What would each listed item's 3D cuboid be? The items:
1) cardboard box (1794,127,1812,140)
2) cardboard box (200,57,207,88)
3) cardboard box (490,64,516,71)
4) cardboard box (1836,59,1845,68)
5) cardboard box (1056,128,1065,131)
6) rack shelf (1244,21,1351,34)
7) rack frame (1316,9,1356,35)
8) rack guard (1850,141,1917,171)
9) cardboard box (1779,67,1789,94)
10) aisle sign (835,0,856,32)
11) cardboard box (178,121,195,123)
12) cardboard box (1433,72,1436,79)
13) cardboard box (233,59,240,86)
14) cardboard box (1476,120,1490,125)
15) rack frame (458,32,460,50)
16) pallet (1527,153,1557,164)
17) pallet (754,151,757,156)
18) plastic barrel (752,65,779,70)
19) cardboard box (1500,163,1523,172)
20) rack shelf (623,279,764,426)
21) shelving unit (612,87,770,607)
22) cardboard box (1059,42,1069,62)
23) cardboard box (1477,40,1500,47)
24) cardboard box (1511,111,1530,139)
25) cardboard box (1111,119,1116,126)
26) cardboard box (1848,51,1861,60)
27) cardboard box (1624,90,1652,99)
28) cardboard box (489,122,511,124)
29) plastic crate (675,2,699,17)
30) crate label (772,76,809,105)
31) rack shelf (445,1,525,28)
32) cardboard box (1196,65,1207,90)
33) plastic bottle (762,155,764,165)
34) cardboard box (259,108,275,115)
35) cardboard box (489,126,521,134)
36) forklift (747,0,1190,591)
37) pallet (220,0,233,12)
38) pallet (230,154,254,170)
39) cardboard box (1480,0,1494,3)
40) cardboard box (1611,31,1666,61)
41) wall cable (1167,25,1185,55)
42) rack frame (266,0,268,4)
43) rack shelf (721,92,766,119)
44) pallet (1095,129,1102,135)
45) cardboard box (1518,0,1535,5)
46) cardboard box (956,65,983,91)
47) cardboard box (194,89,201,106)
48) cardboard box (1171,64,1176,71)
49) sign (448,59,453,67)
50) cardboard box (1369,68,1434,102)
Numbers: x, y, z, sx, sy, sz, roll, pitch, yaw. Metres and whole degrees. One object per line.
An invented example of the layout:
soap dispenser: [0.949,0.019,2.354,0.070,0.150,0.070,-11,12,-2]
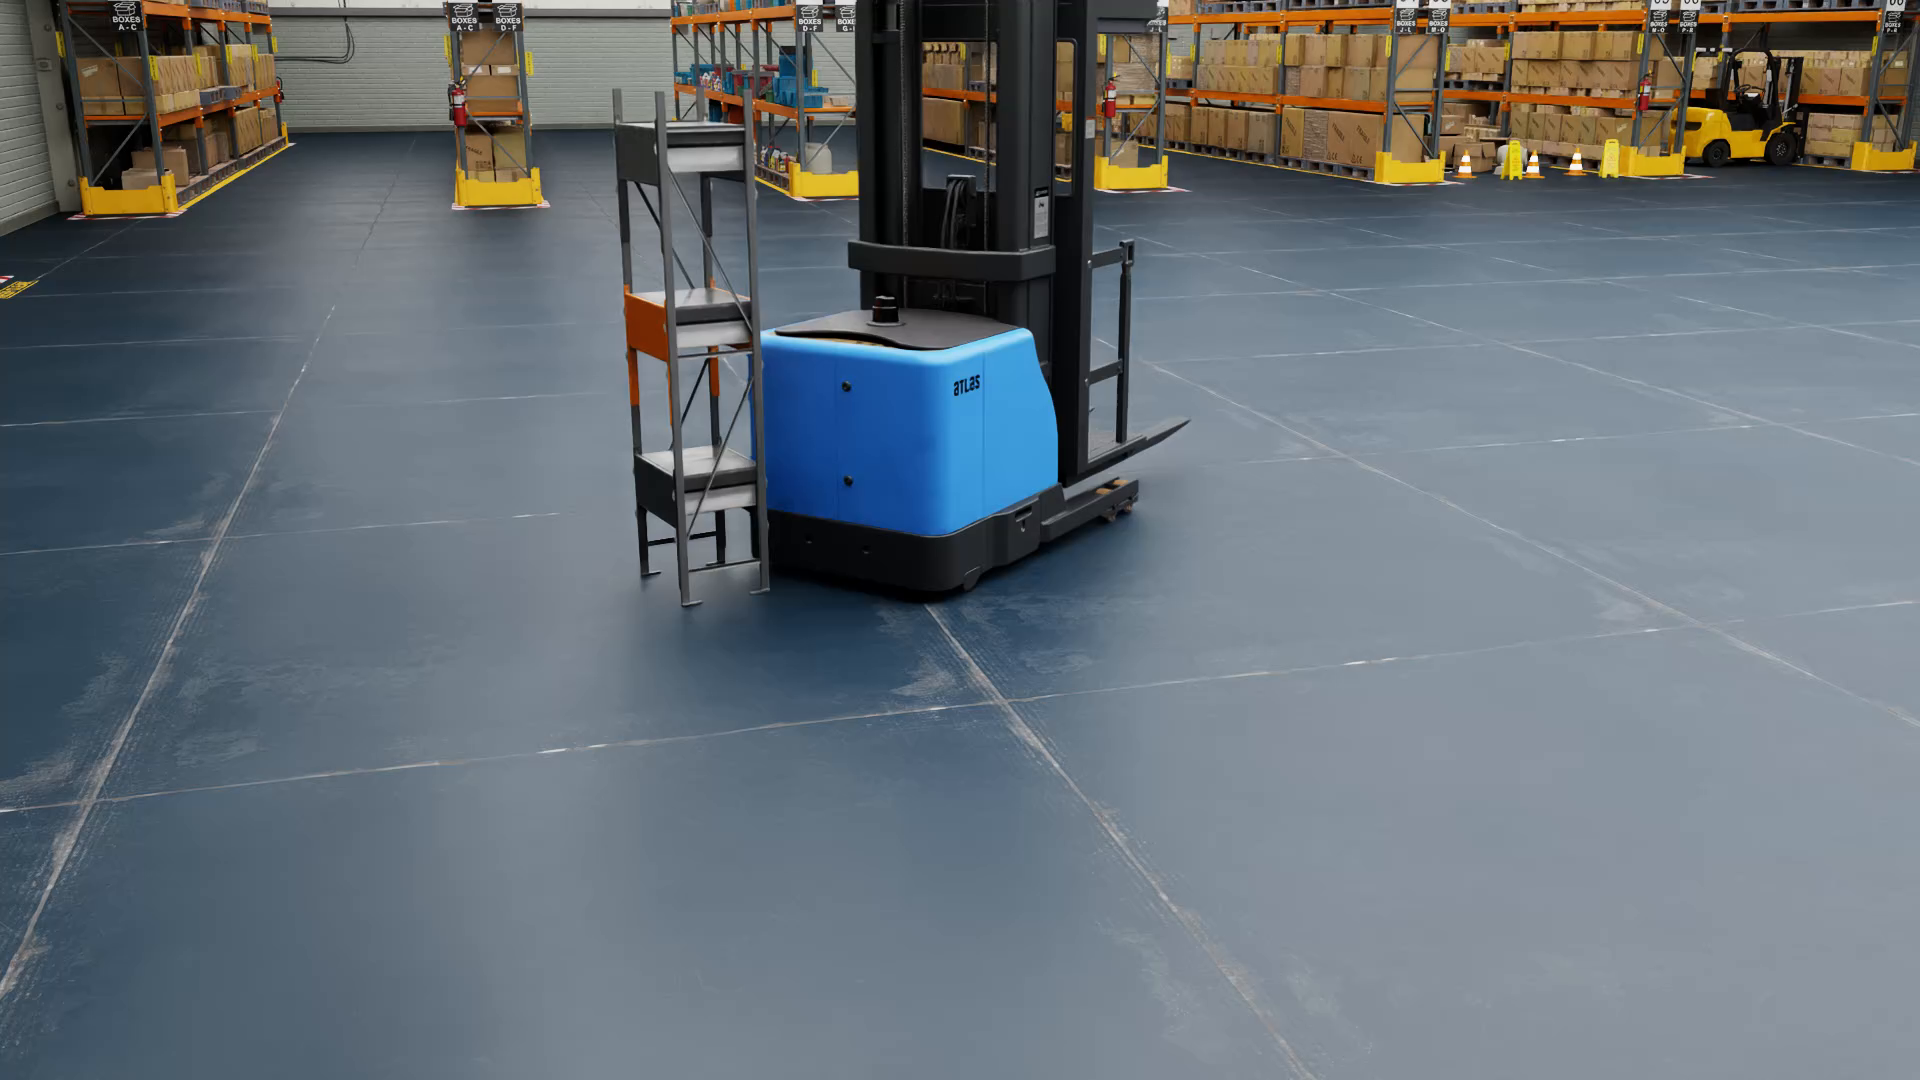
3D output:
cardboard box: [16.369,-7.835,32.003,0.500,0.250,0.500,-5,17,-17]
cardboard box: [-13.059,-7.812,27.808,0.700,0.500,0.500,-2,17,-8]
cardboard box: [-6.709,-6.919,24.470,0.380,0.149,0.250,-5,17,-17]
cardboard box: [16.617,-8.898,31.059,0.380,0.149,0.250,-4,17,-14]
cardboard box: [1.545,-7.435,31.071,0.700,0.500,0.500,-6,18,-20]
rack shelf: [8.474,-12.892,41.693,1.077,0.370,4.000,-5,17,-15]
rack frame: [9.023,-11.247,40.179,1.000,3.000,0.127,-5,17,-15]
rack guard: [17.099,-7.117,30.776,1.175,0.500,0.348,-5,17,-15]
cardboard box: [16.281,-8.908,32.221,0.500,0.500,0.500,-5,17,-15]
aisle sign: [-1.668,-8.001,24.854,0.394,0.787,0.004,-5,17,-15]
cardboard box: [-13.084,-6.916,28.038,0.500,0.250,0.500,-5,17,-17]
cardboard box: [10.165,-9.879,35.331,0.380,0.149,0.250,-5,17,-15]
cardboard box: [-13.716,-8.682,30.916,0.500,0.500,0.500,-4,17,-13]
cardboard box: [13.359,-10.607,42.274,0.380,0.149,0.250,-5,18,-17]
rack frame: [-10.031,-9.681,34.967,1.000,3.000,0.127,-5,17,-15]
pallet: [11.440,-7.515,32.604,1.003,0.211,1.213,-5,17,-15]
pallet: [-3.992,-7.412,32.261,1.003,0.211,1.213,-5,17,-15]
plastic barrel: [-3.749,-8.926,32.217,0.600,0.536,0.708,-5,17,-15]
cardboard box: [10.019,-6.765,30.214,0.380,0.149,0.250,4,17,13]
rack shelf: [-1.125,-0.800,7.012,0.431,0.518,0.480,-10,19,-29]
shelving unit: [-1.125,-0.813,7.008,0.431,2.100,0.503,-10,19,-29]
cardboard box: [1.997,-8.361,28.144,0.500,0.500,0.500,-5,17,-15]
cardboard box: [10.676,-10.035,33.598,0.380,0.149,0.250,-5,17,-17]
cardboard box: [11.124,-8.093,32.425,0.500,0.500,0.500,-4,17,-13]
cardboard box: [3.813,-9.941,39.542,0.380,0.149,0.250,-6,18,-18]
cardboard box: [16.694,-8.970,30.782,0.380,0.149,0.250,-5,17,-15]
cardboard box: [12.013,-7.894,29.453,0.380,0.149,0.250,-4,17,-13]
cardboard box: [-9.064,-8.020,33.018,0.500,0.500,0.500,-5,17,-16]
plastic crate: [-6.211,-12.141,38.049,0.504,0.338,0.767,-5,17,-15]
crate label: [-2.735,-7.257,26.836,0.502,0.435,0.616,-5,17,-15]
rack shelf: [-7.283,-8.007,25.430,1.077,0.370,4.000,-5,17,-15]
cardboard box: [5.255,-9.623,34.601,0.500,0.500,0.500,-5,17,-15]
plastic bottle: [-3.375,-6.578,28.737,0.097,0.201,0.097,0,17,0]
cardboard box: [-15.322,-9.432,36.625,0.380,0.149,0.250,-4,17,-14]
cardboard box: [-7.369,-6.461,26.994,0.500,0.500,0.500,-5,17,-15]
forklift: [0.249,-1.558,8.044,1.130,2.935,3.031,10,19,29]
pallet: [-13.922,-9.702,30.151,1.213,0.211,1.003,-4,17,-13]
pallet: [-13.838,-7.070,31.123,1.003,0.211,1.213,-5,17,-15]
cardboard box: [10.788,-10.890,33.309,0.500,0.250,0.500,-4,17,-15]
cardboard box: [11.971,-8.721,29.341,0.700,0.500,0.500,-5,17,-17]
wall cable: [6.352,-14.413,48.898,0.585,1.953,0.123,-5,17,-15]
rack frame: [-15.892,-13.268,36.480,1.000,3.000,0.127,-5,17,-15]
rack shelf: [-3.618,-8.067,30.846,1.077,0.370,4.000,-5,17,-15]
pallet: [3.734,-10.013,40.919,1.003,0.211,1.213,-5,17,-15]
cardboard box: [11.080,-10.398,31.882,0.500,0.250,0.500,-5,17,-16]
cardboard box: [0.220,-9.522,34.262,0.500,0.500,0.500,-4,17,-14]
cardboard box: [-12.173,-6.906,25.955,0.500,0.250,0.500,-5,17,-15]
cardboard box: [4.742,-10.119,35.613,0.380,0.149,0.250,-4,17,-13]
sign: [-8.352,-7.939,27.293,0.100,0.325,0.005,-5,17,-15]
cardboard box: [7.444,-7.679,28.041,0.875,0.550,0.550,-5,17,-15]
